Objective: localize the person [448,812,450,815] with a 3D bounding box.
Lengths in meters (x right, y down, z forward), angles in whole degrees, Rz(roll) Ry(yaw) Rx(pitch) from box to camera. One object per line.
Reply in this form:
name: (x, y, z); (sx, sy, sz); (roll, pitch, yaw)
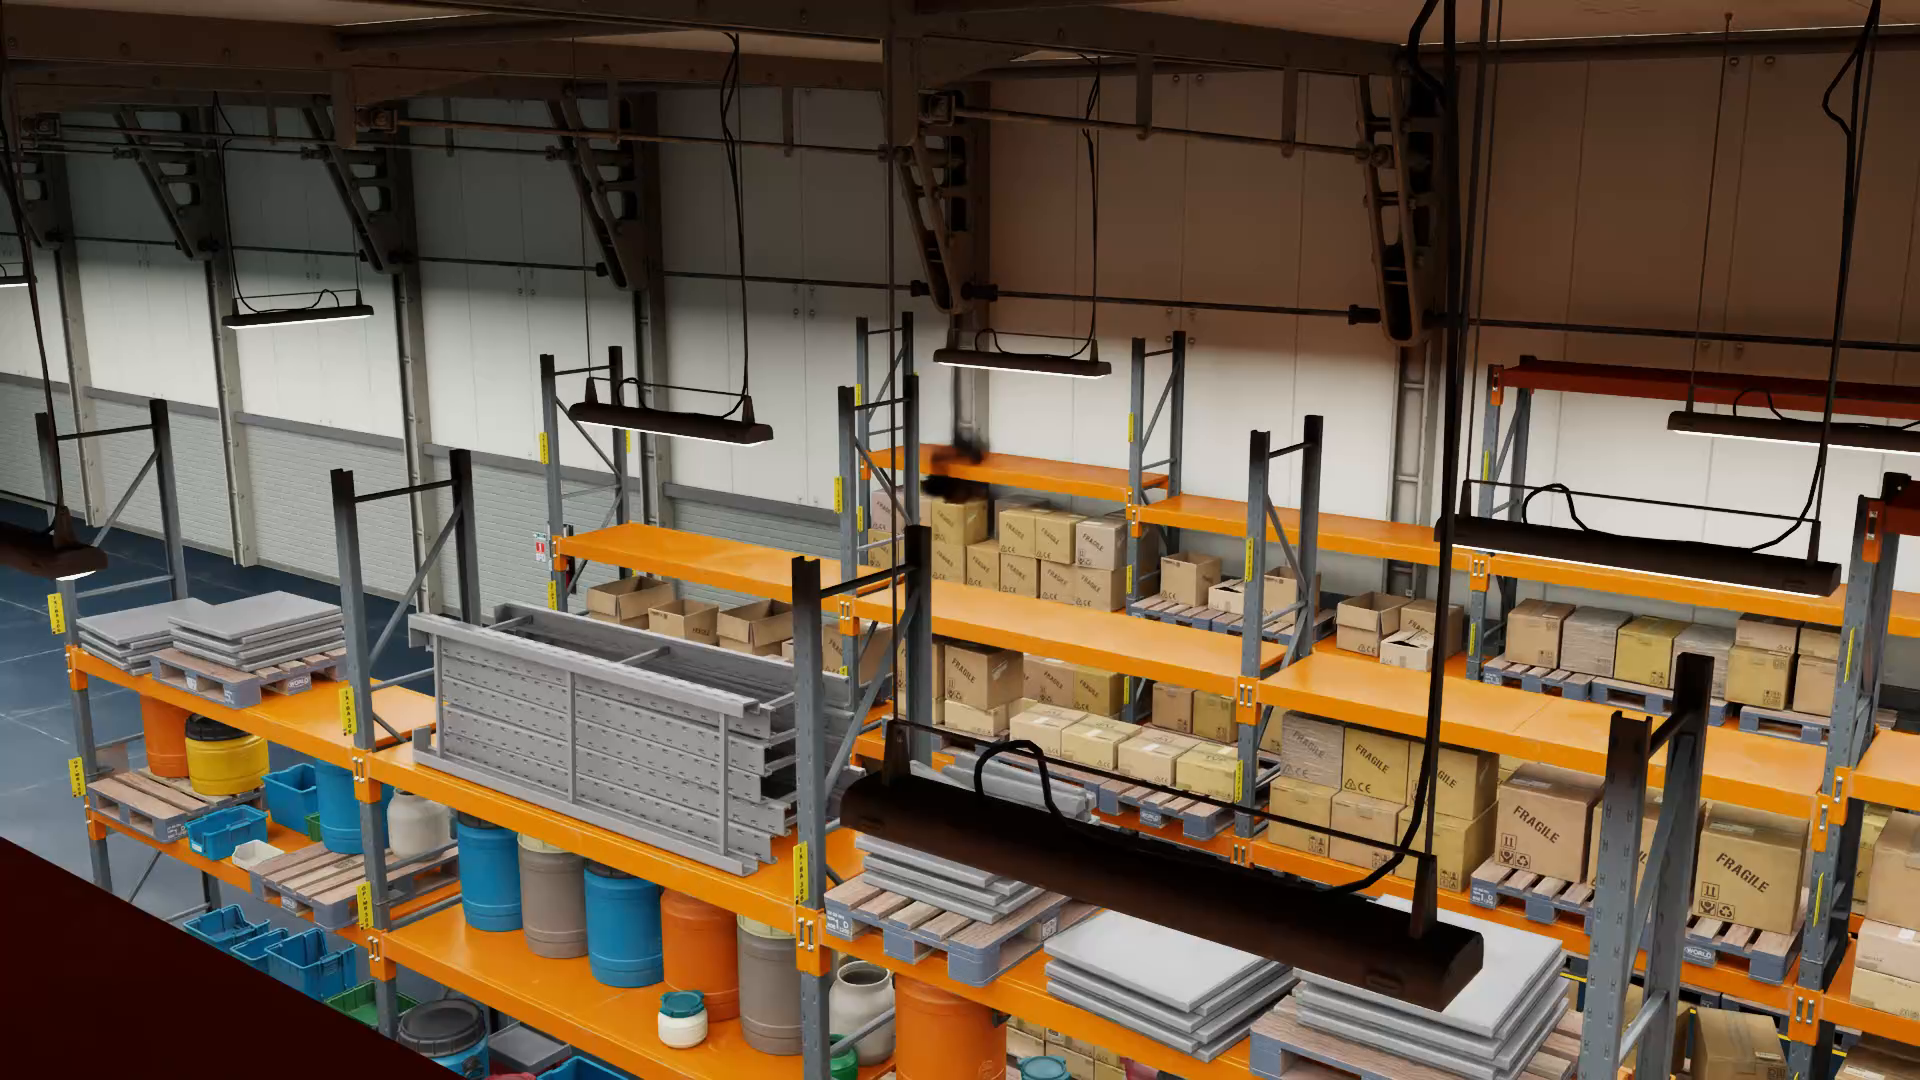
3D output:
person: (-6.575, 2.738, 19.562); (1.010, 1.774, 0.678); (-6, 14, -24)
